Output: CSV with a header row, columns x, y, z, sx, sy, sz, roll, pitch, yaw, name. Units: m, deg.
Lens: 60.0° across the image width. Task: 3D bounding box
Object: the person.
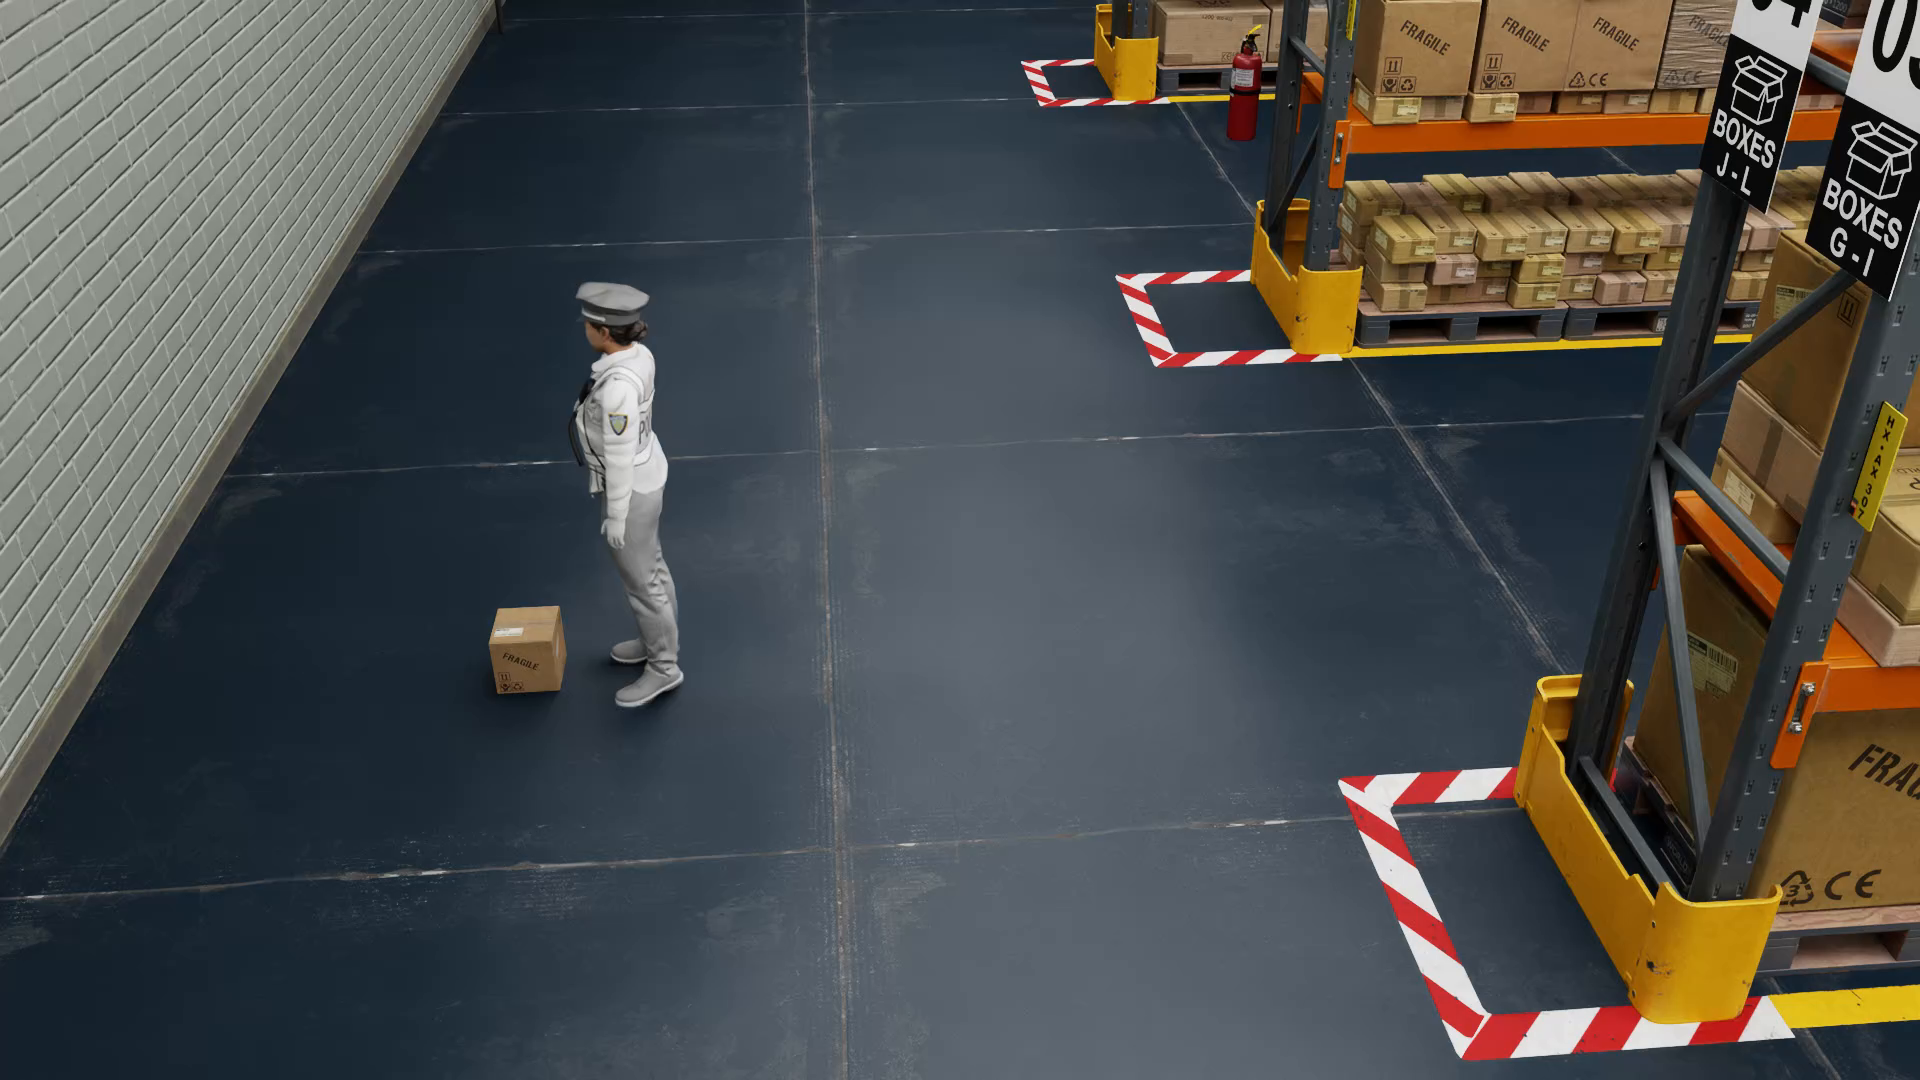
x,y,z,sx,sy,sz,roll,pitch,yaw,name
-1.290,-0.175,6.419,0.332,1.695,0.486,-2,31,-3,person
